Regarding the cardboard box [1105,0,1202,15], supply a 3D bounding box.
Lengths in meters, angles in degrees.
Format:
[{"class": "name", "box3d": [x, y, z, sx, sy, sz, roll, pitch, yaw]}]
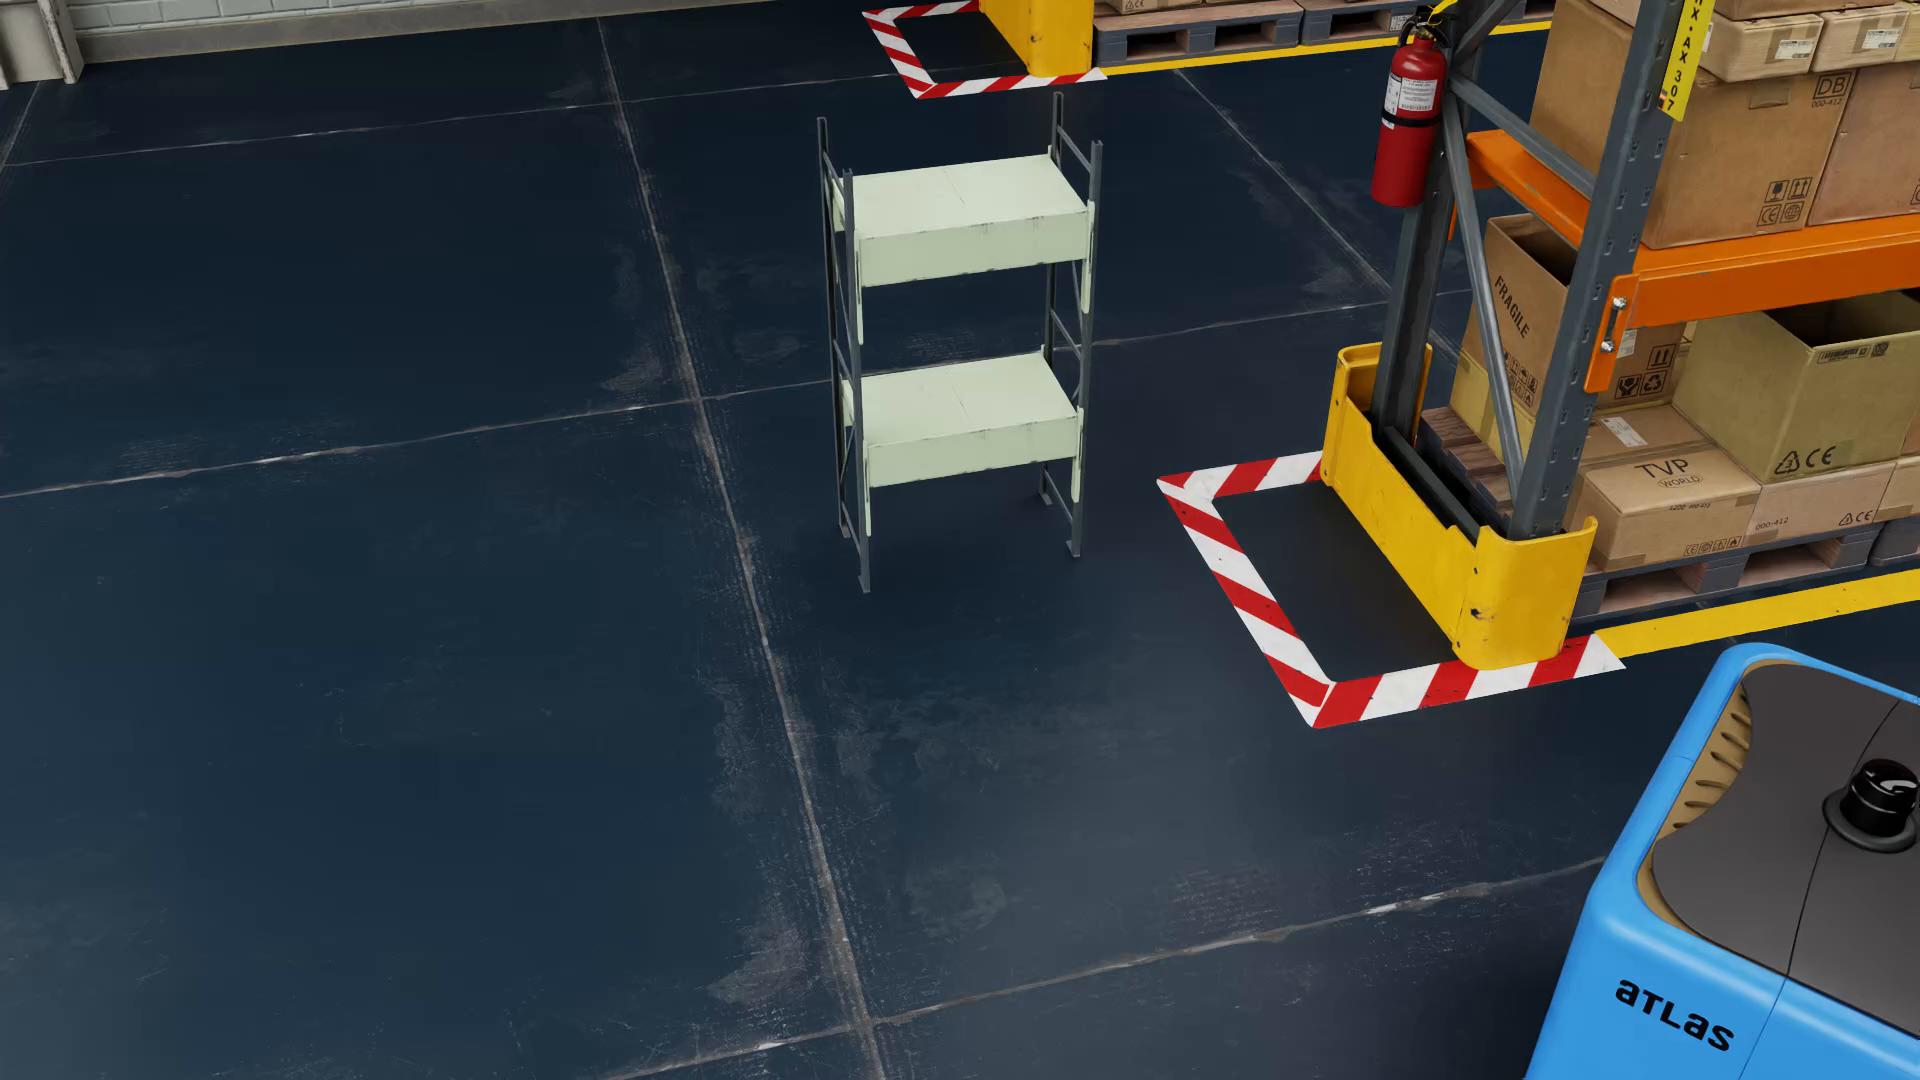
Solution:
[{"class": "cardboard box", "box3d": [1.034, -3.215, 9.335, 0.500, 0.311, 0.500, -14, 39, -17]}]

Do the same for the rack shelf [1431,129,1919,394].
[{"class": "rack shelf", "box3d": [3.568, -1.178, 5.413, 4.000, 0.370, 1.077, -9, 38, -12]}]

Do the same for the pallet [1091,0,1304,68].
[{"class": "pallet", "box3d": [1.209, -3.064, 9.582, 1.213, 0.211, 1.003, -9, 38, -12]}]

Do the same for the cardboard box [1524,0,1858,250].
[{"class": "cardboard box", "box3d": [2.092, -1.253, 4.836, 0.500, 0.500, 0.700, -9, 38, -12]}]

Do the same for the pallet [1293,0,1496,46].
[{"class": "pallet", "box3d": [2.385, -3.255, 9.832, 1.213, 0.211, 1.003, -9, 38, -12]}]

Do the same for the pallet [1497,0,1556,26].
[{"class": "pallet", "box3d": [3.565, -3.451, 10.087, 1.213, 0.211, 1.003, -9, 38, -12]}]

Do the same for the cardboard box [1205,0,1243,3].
[{"class": "cardboard box", "box3d": [1.584, -3.306, 9.453, 0.500, 0.311, 0.500, -6, 38, -8]}]

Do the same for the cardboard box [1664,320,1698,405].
[{"class": "cardboard box", "box3d": [2.558, -0.566, 5.938, 0.500, 0.250, 0.500, -9, 38, -12]}]

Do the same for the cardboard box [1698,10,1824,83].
[{"class": "cardboard box", "box3d": [2.073, -1.380, 4.469, 0.250, 0.149, 0.380, -10, 38, -12]}]

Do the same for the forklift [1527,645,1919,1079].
[{"class": "forklift", "box3d": [2.673, 0.649, 2.490, 3.031, 2.935, 1.130, 23, 43, 27]}]

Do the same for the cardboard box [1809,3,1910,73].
[{"class": "cardboard box", "box3d": [2.327, -1.423, 4.525, 0.250, 0.149, 0.380, -10, 39, -13]}]

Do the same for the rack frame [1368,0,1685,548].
[{"class": "rack frame", "box3d": [1.638, -1.146, 4.780, 0.127, 3.000, 1.000, -9, 38, -12]}]

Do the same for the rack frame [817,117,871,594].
[{"class": "rack frame", "box3d": [-0.360, -0.537, 5.217, 0.023, 1.500, 0.400, -9, 38, -12]}]

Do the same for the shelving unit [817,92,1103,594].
[{"class": "shelving unit", "box3d": [-0.006, -0.595, 5.293, 0.755, 1.500, 0.431, -9, 38, -12]}]

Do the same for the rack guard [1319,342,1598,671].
[{"class": "rack guard", "box3d": [1.614, -0.150, 5.534, 0.348, 0.500, 1.175, -9, 38, -12]}]

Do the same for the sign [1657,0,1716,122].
[{"class": "sign", "box3d": [1.777, -1.195, 4.066, 0.005, 0.325, 0.100, -9, 38, -12]}]

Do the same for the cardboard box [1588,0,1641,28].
[{"class": "cardboard box", "box3d": [1.957, -1.616, 4.778, 0.250, 0.149, 0.380, -10, 39, -13]}]

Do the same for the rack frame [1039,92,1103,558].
[{"class": "rack frame", "box3d": [0.347, -0.653, 5.369, 0.023, 1.500, 0.400, -9, 38, -12]}]

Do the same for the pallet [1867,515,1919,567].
[{"class": "pallet", "box3d": [3.541, -0.376, 6.067, 1.213, 0.211, 1.003, -9, 38, -12]}]

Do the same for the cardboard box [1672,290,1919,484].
[{"class": "cardboard box", "box3d": [2.696, -0.554, 5.305, 0.500, 0.500, 0.500, -9, 38, -12]}]

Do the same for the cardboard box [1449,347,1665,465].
[{"class": "cardboard box", "box3d": [2.078, -0.479, 5.825, 0.500, 0.250, 0.500, -9, 38, -12]}]

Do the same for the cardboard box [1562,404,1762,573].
[{"class": "cardboard box", "box3d": [2.213, -0.176, 5.428, 0.500, 0.250, 0.500, -9, 38, -12]}]

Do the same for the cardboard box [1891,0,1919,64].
[{"class": "cardboard box", "box3d": [2.568, -1.462, 4.576, 0.250, 0.149, 0.380, -9, 38, -12]}]

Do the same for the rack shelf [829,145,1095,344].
[{"class": "rack shelf", "box3d": [-0.006, -0.905, 5.056, 0.720, 0.370, 0.431, -9, 38, -12]}]

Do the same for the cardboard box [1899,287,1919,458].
[{"class": "cardboard box", "box3d": [3.175, -0.641, 5.419, 0.500, 0.500, 0.500, -9, 38, -12]}]

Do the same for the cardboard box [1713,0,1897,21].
[{"class": "cardboard box", "box3d": [2.143, -1.776, 4.453, 0.500, 0.500, 0.700, -9, 38, -12]}]

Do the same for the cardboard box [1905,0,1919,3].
[{"class": "cardboard box", "box3d": [2.649, -1.863, 4.566, 0.500, 0.500, 0.700, -10, 39, -13]}]

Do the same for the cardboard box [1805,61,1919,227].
[{"class": "cardboard box", "box3d": [2.597, -1.339, 4.949, 0.500, 0.500, 0.700, -8, 38, -11]}]

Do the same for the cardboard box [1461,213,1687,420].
[{"class": "cardboard box", "box3d": [2.078, -0.779, 5.599, 0.500, 0.500, 0.500, -9, 38, -12]}]

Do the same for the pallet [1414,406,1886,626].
[{"class": "pallet", "box3d": [2.365, -0.185, 5.818, 1.213, 0.211, 1.003, -9, 38, -12]}]

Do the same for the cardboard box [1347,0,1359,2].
[{"class": "cardboard box", "box3d": [2.306, -3.467, 9.509, 0.500, 0.500, 0.700, -12, 39, -15]}]

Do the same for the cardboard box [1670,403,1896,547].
[{"class": "cardboard box", "box3d": [2.695, -0.257, 5.535, 0.500, 0.250, 0.500, -9, 38, -12]}]

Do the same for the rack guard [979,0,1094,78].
[{"class": "rack guard", "box3d": [0.416, -3.071, 9.353, 0.348, 0.500, 1.175, -9, 38, -12]}]

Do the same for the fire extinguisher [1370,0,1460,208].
[{"class": "fire extinguisher", "box3d": [1.402, -1.370, 5.135, 0.183, 0.674, 0.296, -9, 38, -12]}]

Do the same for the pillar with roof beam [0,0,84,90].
[{"class": "pillar with roof beam", "box3d": [-3.877, -3.577, 3.020, 0.400, 9.000, 9.100, -9, 38, -12]}]

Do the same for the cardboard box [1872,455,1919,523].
[{"class": "cardboard box", "box3d": [3.178, -0.336, 5.638, 0.500, 0.250, 0.500, -9, 38, -12]}]

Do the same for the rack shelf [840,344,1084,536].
[{"class": "rack shelf", "box3d": [-0.006, -0.336, 5.491, 0.720, 0.370, 0.431, -9, 38, -12]}]
